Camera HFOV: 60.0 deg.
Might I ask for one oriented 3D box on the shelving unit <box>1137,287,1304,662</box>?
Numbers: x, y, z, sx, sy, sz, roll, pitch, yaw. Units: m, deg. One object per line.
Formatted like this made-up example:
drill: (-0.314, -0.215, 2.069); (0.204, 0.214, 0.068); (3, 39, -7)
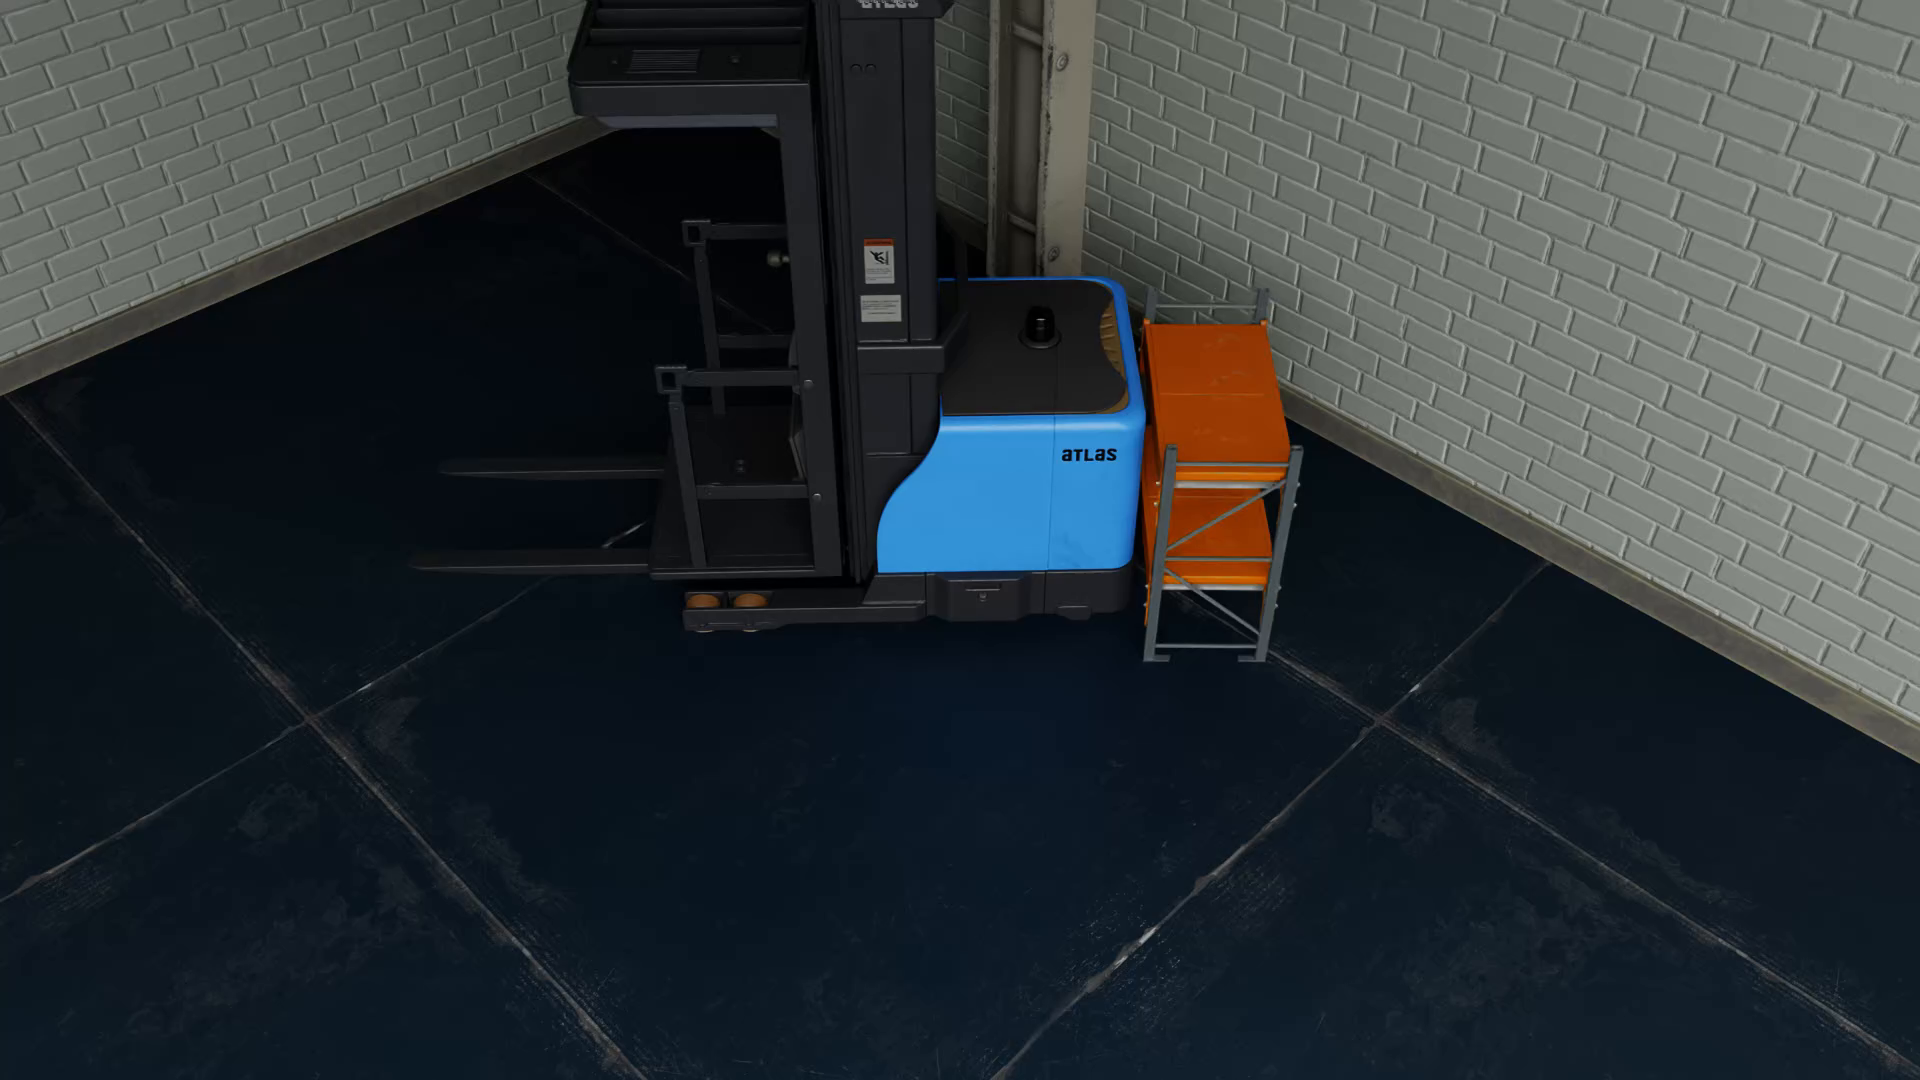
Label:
shelving unit: (1.010, -0.269, 6.830); (0.538, 1.125, 1.048); (1, 43, 1)

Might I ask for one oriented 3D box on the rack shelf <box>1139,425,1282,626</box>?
rack shelf: (1.010, -0.090, 6.996); (0.538, 0.278, 1.000); (1, 43, 1)

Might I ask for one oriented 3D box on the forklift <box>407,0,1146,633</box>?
forklift: (-0.798, -1.055, 6.349); (3.031, 2.935, 1.130); (-1, 43, -1)

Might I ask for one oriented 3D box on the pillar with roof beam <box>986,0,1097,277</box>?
pillar with roof beam: (-2.667, -2.531, 3.476); (9.100, 9.000, 0.400); (-34, 53, -31)

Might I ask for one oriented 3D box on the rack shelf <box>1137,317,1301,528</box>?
rack shelf: (1.010, -0.484, 6.631); (0.538, 0.278, 1.000); (1, 43, 1)

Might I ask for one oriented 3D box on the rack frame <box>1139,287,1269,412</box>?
rack frame: (1.018, -0.614, 7.203); (0.500, 1.125, 0.032); (1, 43, 1)

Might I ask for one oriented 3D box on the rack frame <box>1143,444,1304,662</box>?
rack frame: (1.003, 0.076, 6.457); (0.500, 1.125, 0.032); (1, 43, 1)
